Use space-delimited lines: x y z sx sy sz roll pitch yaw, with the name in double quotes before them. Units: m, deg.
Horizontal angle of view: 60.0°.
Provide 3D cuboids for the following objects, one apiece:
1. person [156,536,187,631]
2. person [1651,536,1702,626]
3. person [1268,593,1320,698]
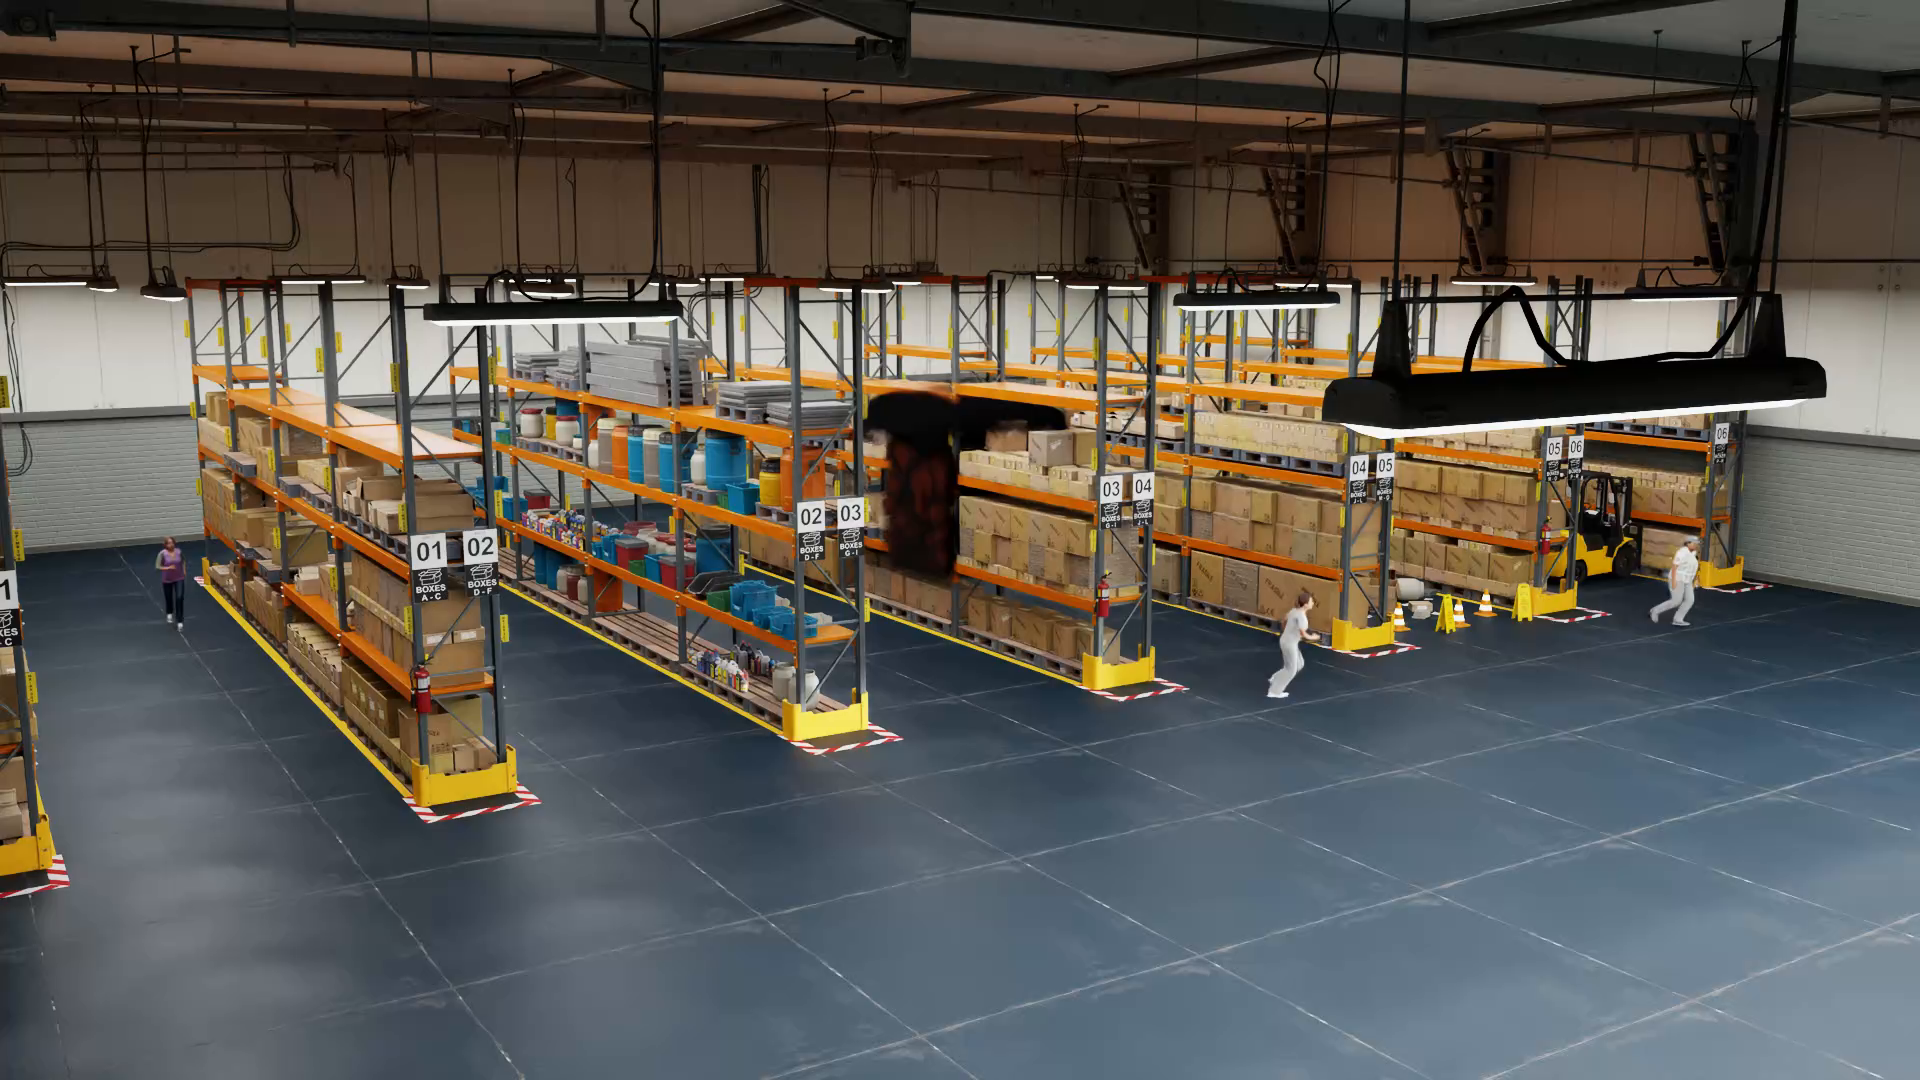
"person" -13.631 0.720 28.769 0.511 1.609 0.861 -6 11 -32
"person" 12.513 0.703 29.010 0.697 1.600 0.679 -8 12 -38
"person" 4.876 1.535 24.245 0.729 1.561 0.546 0 10 3
